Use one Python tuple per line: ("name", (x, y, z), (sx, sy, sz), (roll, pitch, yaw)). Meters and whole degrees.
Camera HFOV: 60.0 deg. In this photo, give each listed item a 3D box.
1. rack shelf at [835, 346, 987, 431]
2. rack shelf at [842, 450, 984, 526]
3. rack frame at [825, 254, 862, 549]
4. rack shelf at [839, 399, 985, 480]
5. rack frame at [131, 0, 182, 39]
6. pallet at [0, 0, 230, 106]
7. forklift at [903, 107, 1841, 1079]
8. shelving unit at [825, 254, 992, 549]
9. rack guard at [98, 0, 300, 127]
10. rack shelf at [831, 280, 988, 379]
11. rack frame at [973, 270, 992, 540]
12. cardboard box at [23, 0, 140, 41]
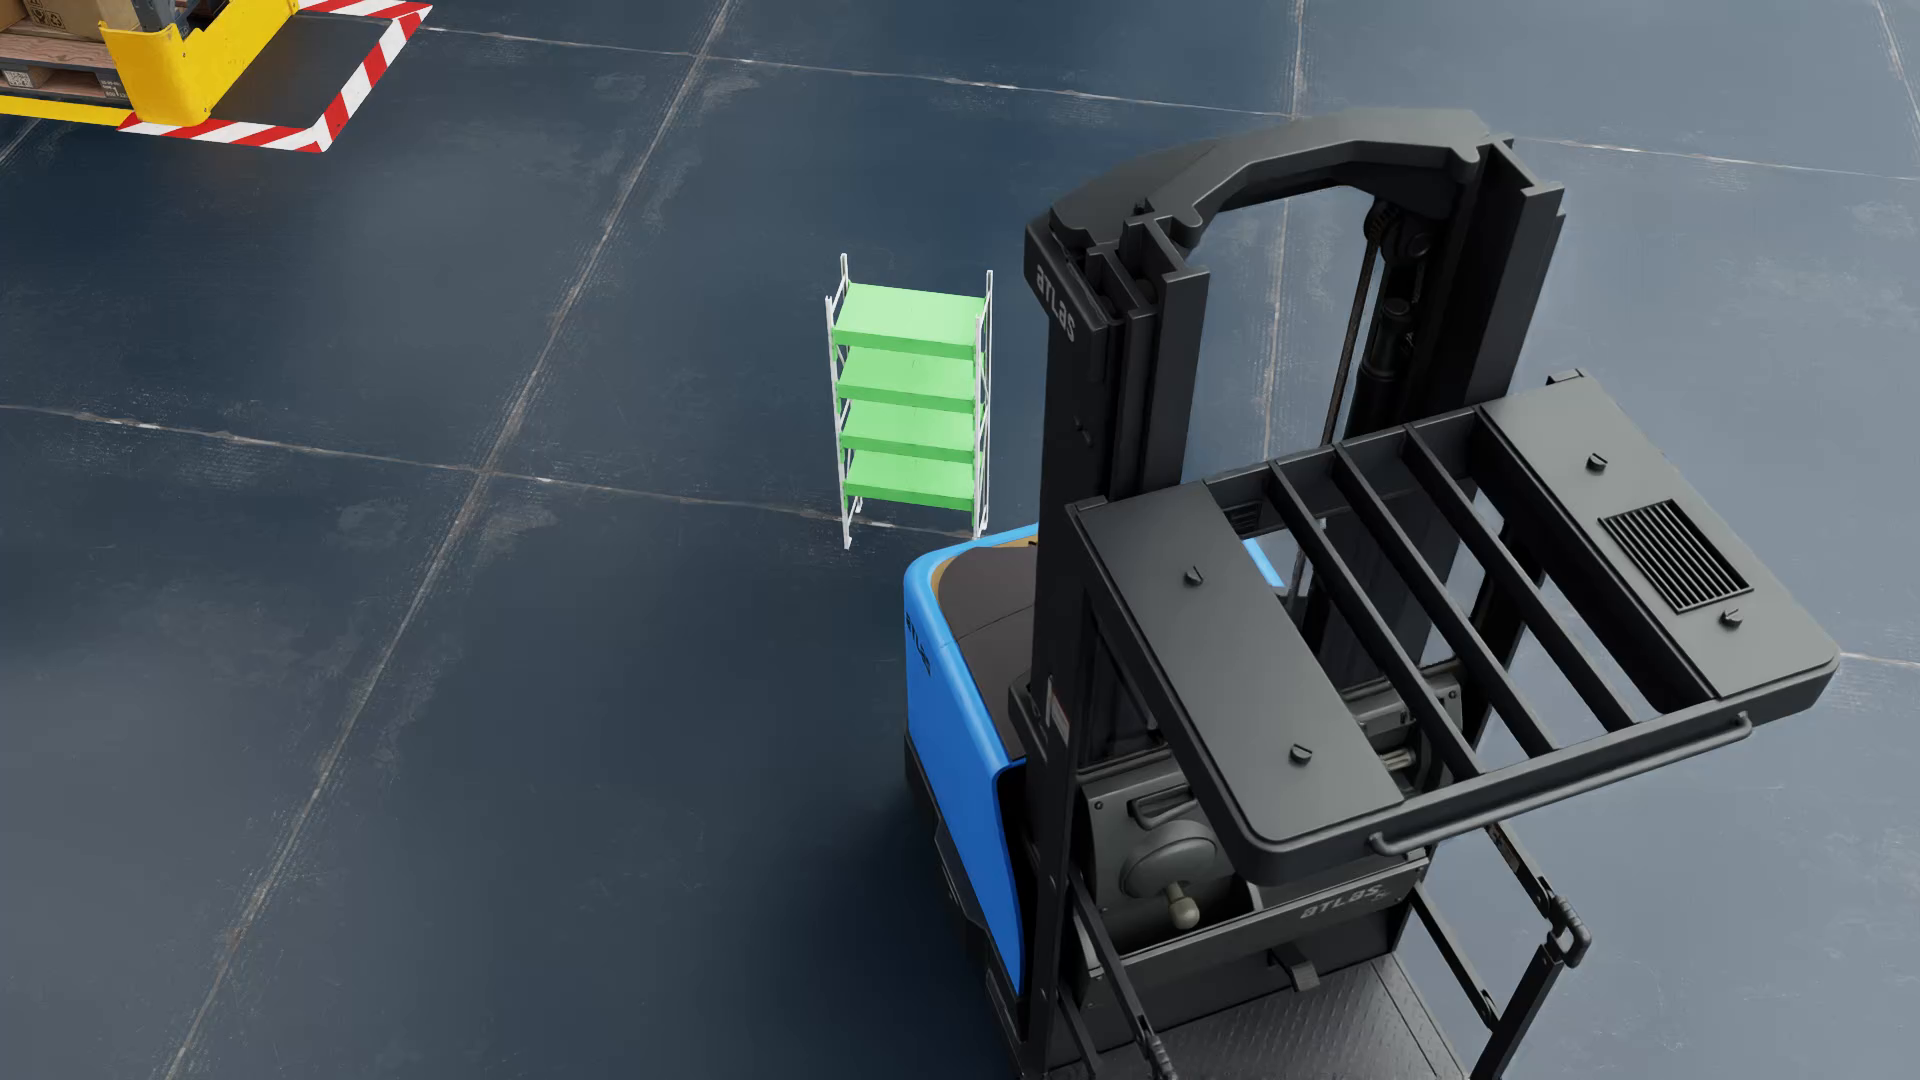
("rack shelf", (-0.163, -0.541, 5.692), (0.480, 0.148, 0.258), (8, 49, 7))
("rack shelf", (-0.163, -0.220, 6.049), (0.480, 0.148, 0.258), (8, 49, 7))
("rack frame", (-0.403, -0.455, 5.852), (0.015, 1.200, 0.240), (8, 49, 7))
("rack shelf", (-0.163, -0.380, 5.871), (0.480, 0.148, 0.258), (8, 49, 7))
("rack frame", (-3.673, -3.433, 7.318), (0.127, 3.000, 1.000), (8, 49, 7))
("pallet", (-4.541, -2.645, 8.484), (1.213, 0.211, 1.003), (8, 49, 7))
("forklift", (0.799, 0.702, 3.649), (1.130, 2.935, 3.031), (-15, 50, -13))
("shelving unit", (-0.163, -0.423, 5.823), (0.503, 1.200, 0.258), (8, 49, 7))
("rack guard", (-3.748, -2.608, 8.257), (0.348, 0.500, 1.175), (8, 49, 7))
("rack shelf", (-0.163, -0.701, 5.514), (0.480, 0.148, 0.258), (8, 49, 7))
("rack frame", (0.077, -0.391, 5.794), (0.015, 1.200, 0.240), (8, 49, 7))
("cardboard box", (-4.285, -2.833, 8.177), (0.500, 0.500, 0.500), (16, 50, 14))
